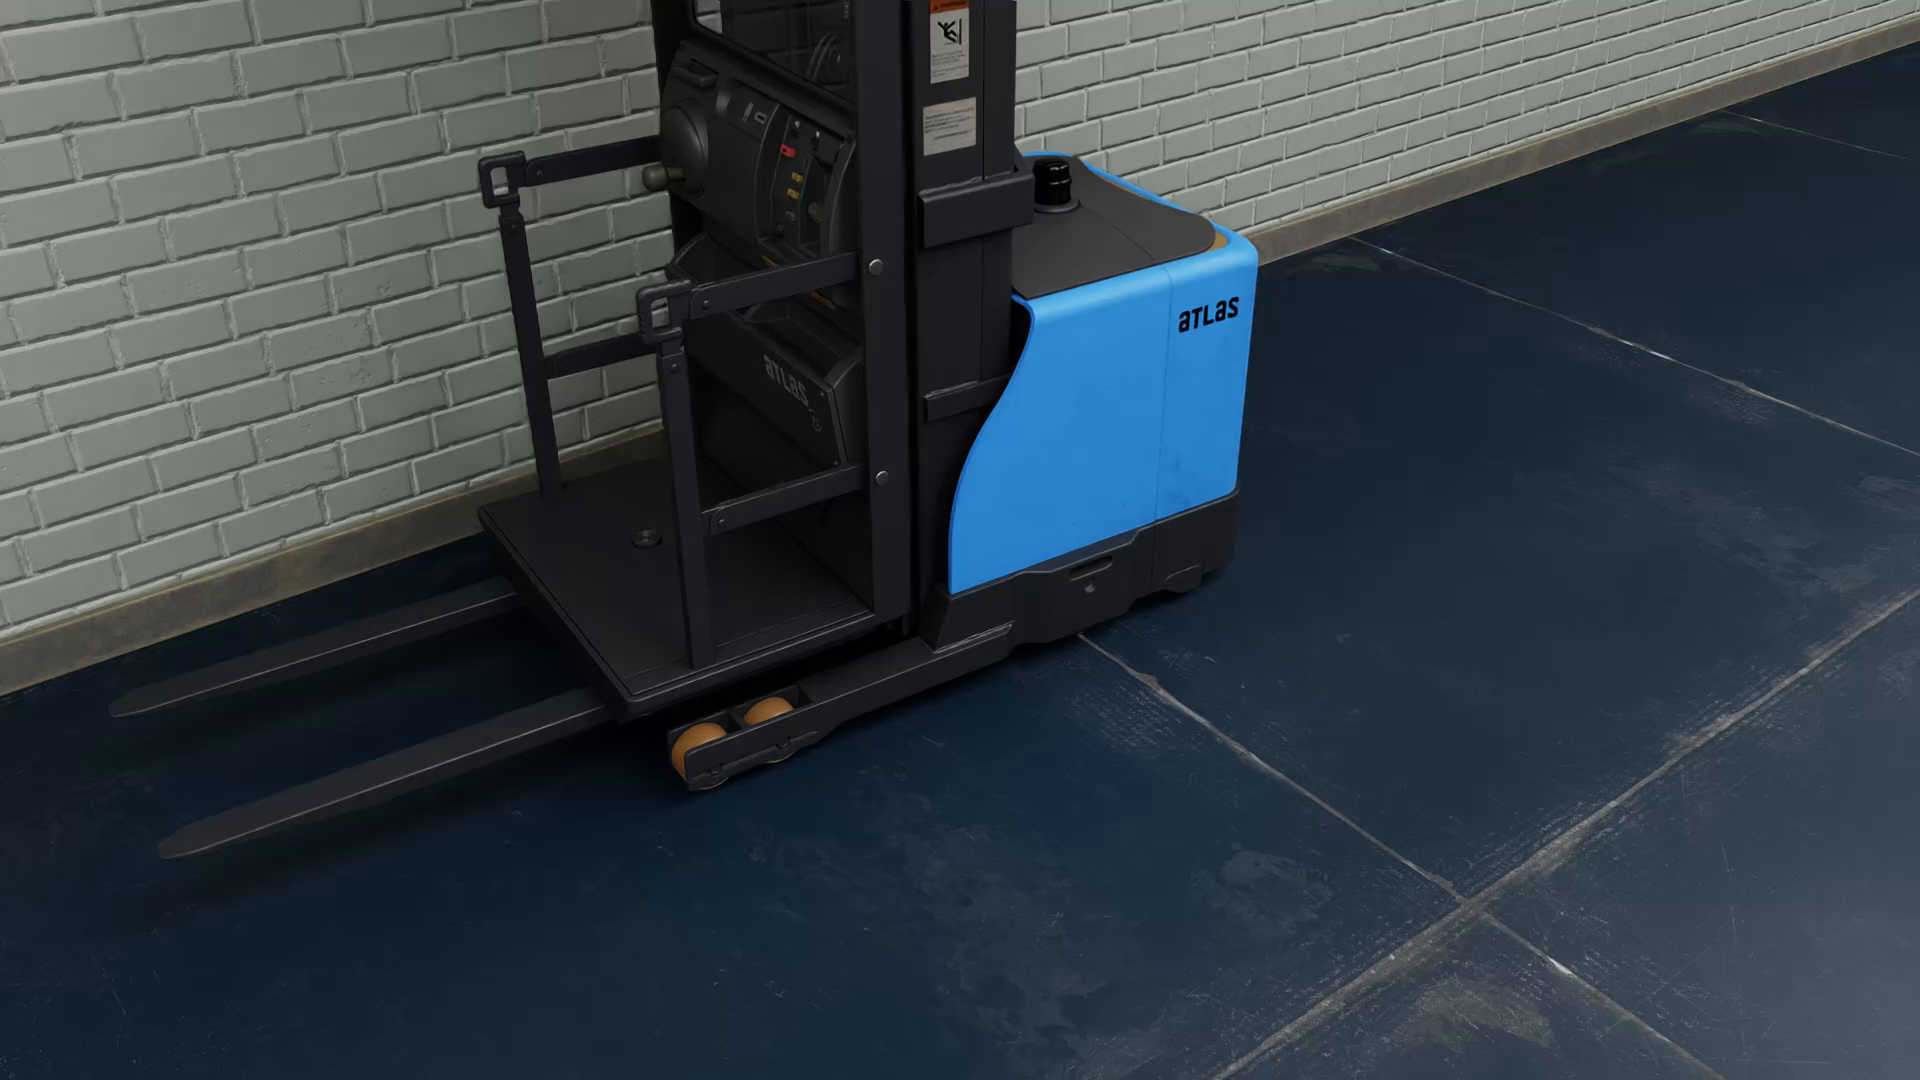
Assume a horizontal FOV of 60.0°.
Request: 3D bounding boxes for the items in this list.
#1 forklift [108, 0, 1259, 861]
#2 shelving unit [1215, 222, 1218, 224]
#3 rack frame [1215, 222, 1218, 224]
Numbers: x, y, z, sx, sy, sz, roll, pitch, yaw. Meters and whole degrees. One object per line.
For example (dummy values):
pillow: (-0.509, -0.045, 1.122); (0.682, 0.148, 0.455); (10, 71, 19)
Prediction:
forklift: (-0.682, -0.930, 3.969); (3.031, 2.935, 1.130); (-19, 37, -28)
shelving unit: (0.635, -0.604, 5.370); (0.258, 0.900, 0.210); (-20, 37, -29)
rack frame: (0.692, -0.560, 5.299); (0.240, 0.900, 0.006); (-20, 37, -29)
